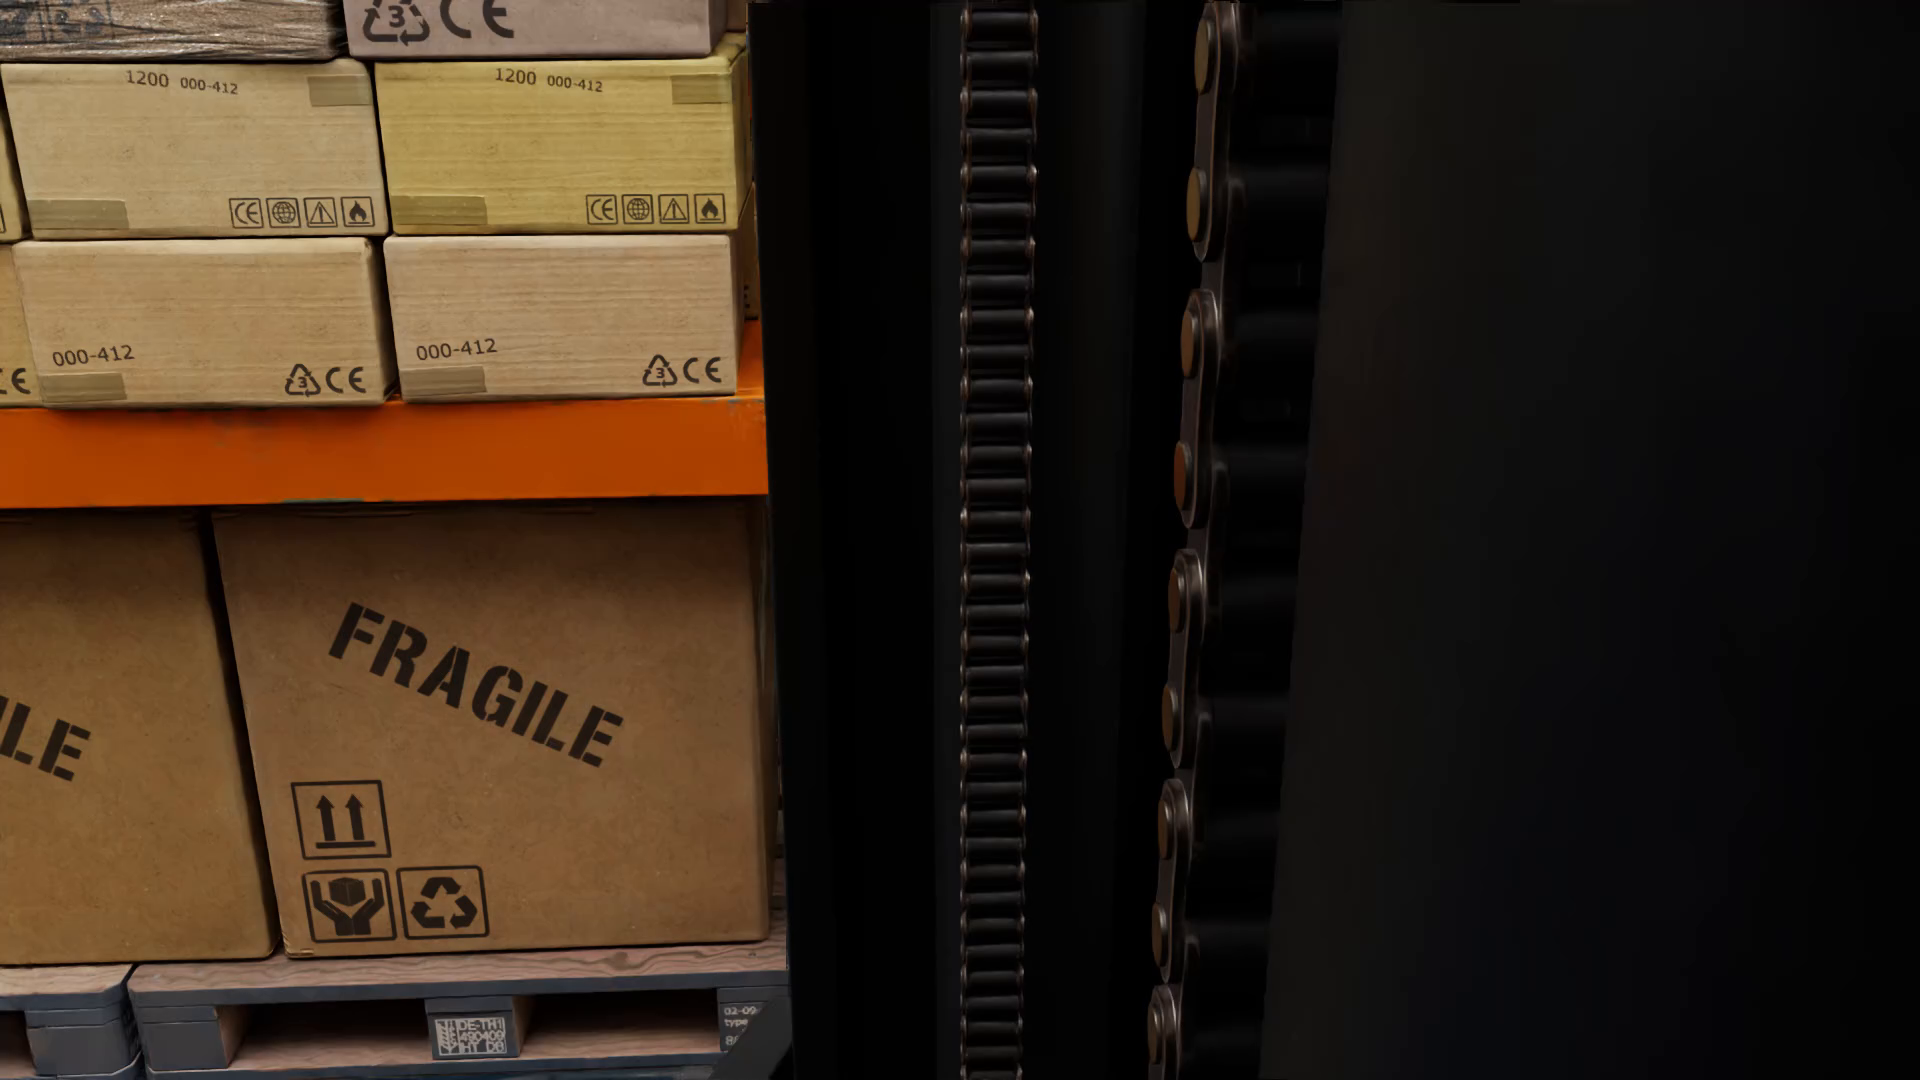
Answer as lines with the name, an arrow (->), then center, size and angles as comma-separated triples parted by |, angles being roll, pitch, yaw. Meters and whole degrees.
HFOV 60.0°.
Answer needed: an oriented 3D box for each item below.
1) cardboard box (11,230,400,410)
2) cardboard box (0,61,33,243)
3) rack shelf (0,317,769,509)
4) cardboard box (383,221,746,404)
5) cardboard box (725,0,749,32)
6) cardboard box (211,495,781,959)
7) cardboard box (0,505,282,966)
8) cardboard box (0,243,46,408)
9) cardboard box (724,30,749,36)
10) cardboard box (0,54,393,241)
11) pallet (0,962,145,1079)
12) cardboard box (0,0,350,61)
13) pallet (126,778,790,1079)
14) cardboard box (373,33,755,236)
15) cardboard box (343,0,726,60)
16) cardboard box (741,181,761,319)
cardboard box -> -1.122, -0.400, 2.666 | 0.500, 0.250, 0.500 | -1, 21, -2
cardboard box -> -1.614, -0.622, 2.548 | 0.500, 0.250, 0.500 | -2, 21, -4
rack shelf -> -2.120, -0.212, 2.972 | 4.000, 0.370, 1.077 | -1, 21, -3
cardboard box -> -0.613, -0.416, 2.708 | 0.500, 0.250, 0.500 | -2, 21, -5
cardboard box -> -0.629, -1.179, 2.957 | 0.500, 0.500, 0.500 | -2, 21, -5
cardboard box -> -0.817, 0.193, 3.295 | 0.875, 0.875, 0.875 | -1, 21, -4
cardboard box -> -1.708, 0.209, 3.251 | 0.875, 0.875, 0.875 | -1, 21, -2
cardboard box -> -1.626, -0.395, 2.654 | 0.500, 0.250, 0.500 | -1, 21, -4
cardboard box -> -0.643, -0.829, 3.092 | 0.500, 0.250, 0.500 | -1, 21, -3
cardboard box -> -1.104, -0.640, 2.595 | 0.500, 0.250, 0.500 | -2, 21, -4
pallet -> -2.130, 0.728, 3.413 | 1.213, 0.211, 1.003 | -1, 21, -3
cardboard box -> -1.136, -0.986, 2.448 | 0.500, 0.500, 0.500 | -1, 21, -2
pallet -> -0.914, 0.704, 3.475 | 1.213, 0.211, 1.003 | -1, 21, -3
cardboard box -> -0.592, -0.652, 2.626 | 0.500, 0.250, 0.500 | -1, 21, -3
cardboard box -> -0.624, -0.999, 2.483 | 0.500, 0.500, 0.500 | -2, 21, -5
cardboard box -> -0.626, -0.598, 3.186 | 0.500, 0.250, 0.500 | -2, 21, -4
